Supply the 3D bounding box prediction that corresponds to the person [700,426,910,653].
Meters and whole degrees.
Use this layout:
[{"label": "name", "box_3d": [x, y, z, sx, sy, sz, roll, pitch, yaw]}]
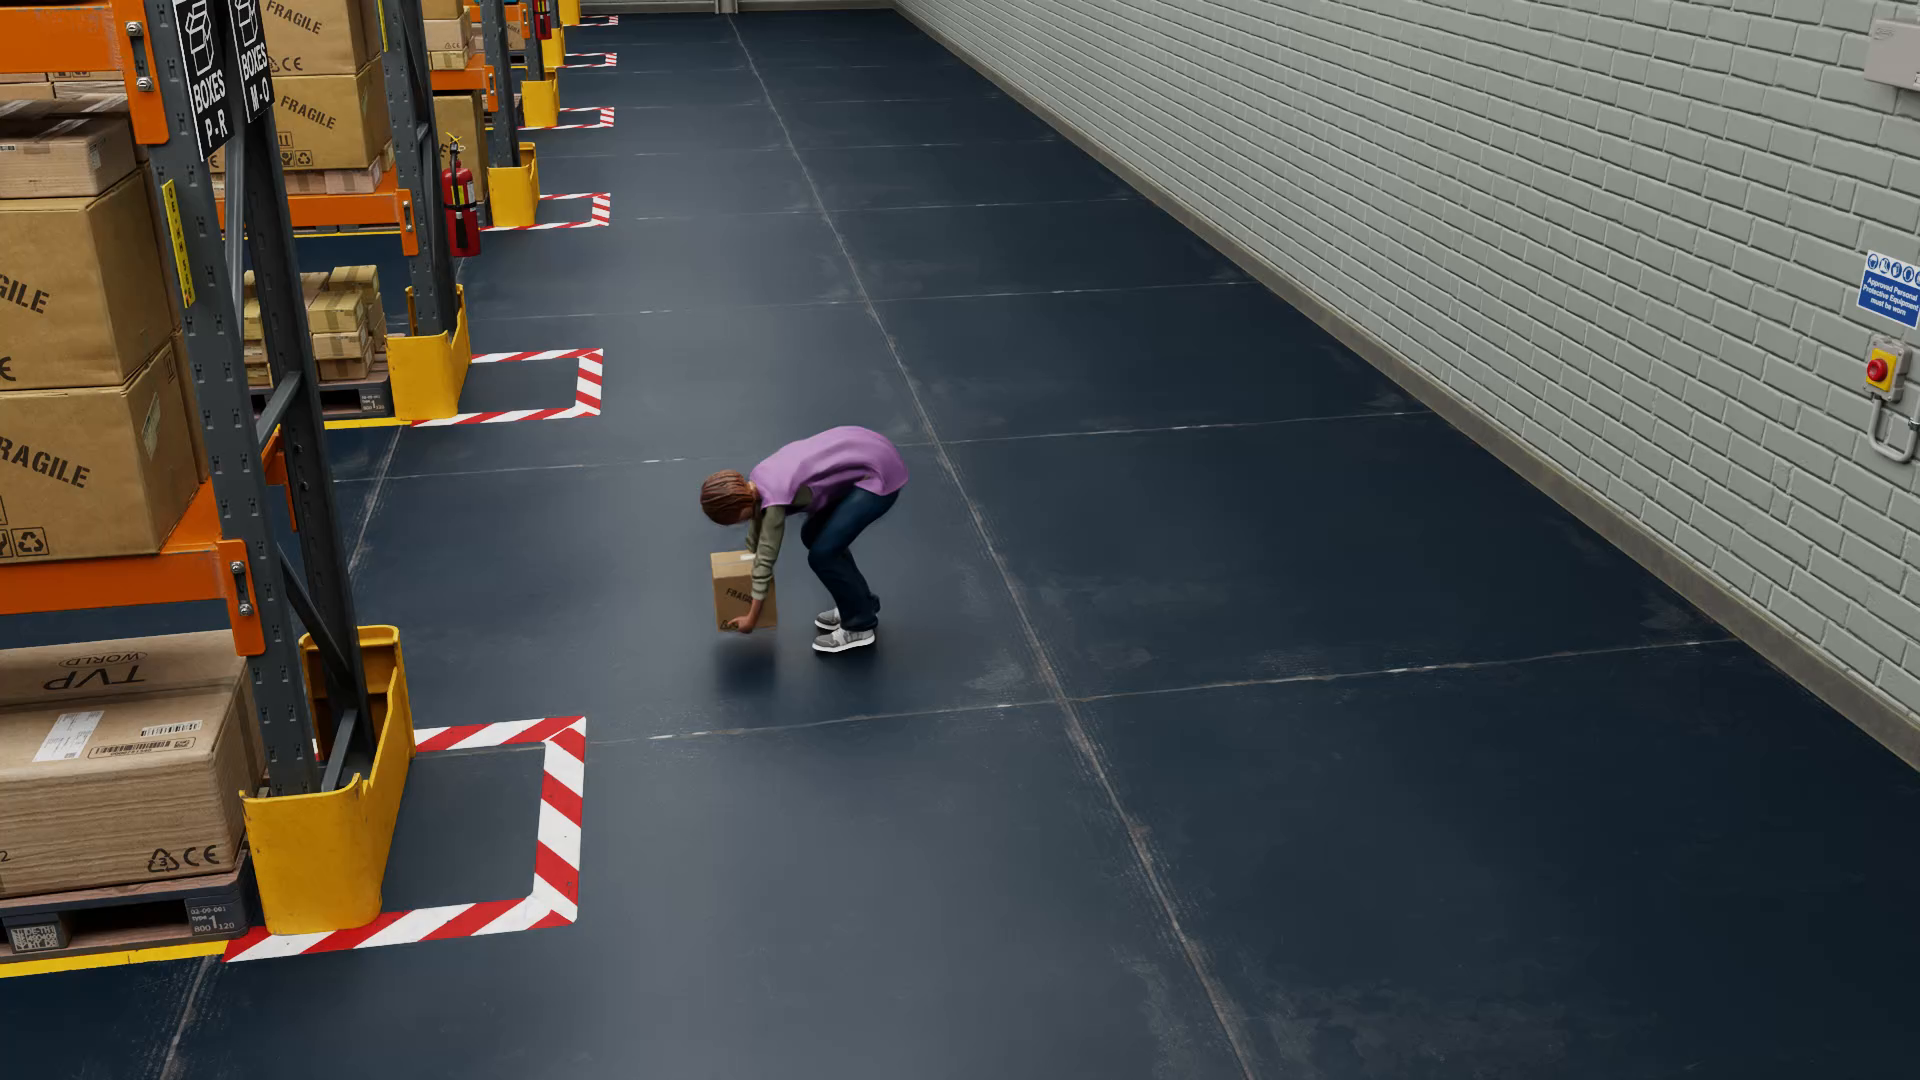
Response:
[{"label": "person", "box_3d": [-0.638, 0.001, 6.933, 0.863, 0.936, 0.408, -5, 24, -12]}]
